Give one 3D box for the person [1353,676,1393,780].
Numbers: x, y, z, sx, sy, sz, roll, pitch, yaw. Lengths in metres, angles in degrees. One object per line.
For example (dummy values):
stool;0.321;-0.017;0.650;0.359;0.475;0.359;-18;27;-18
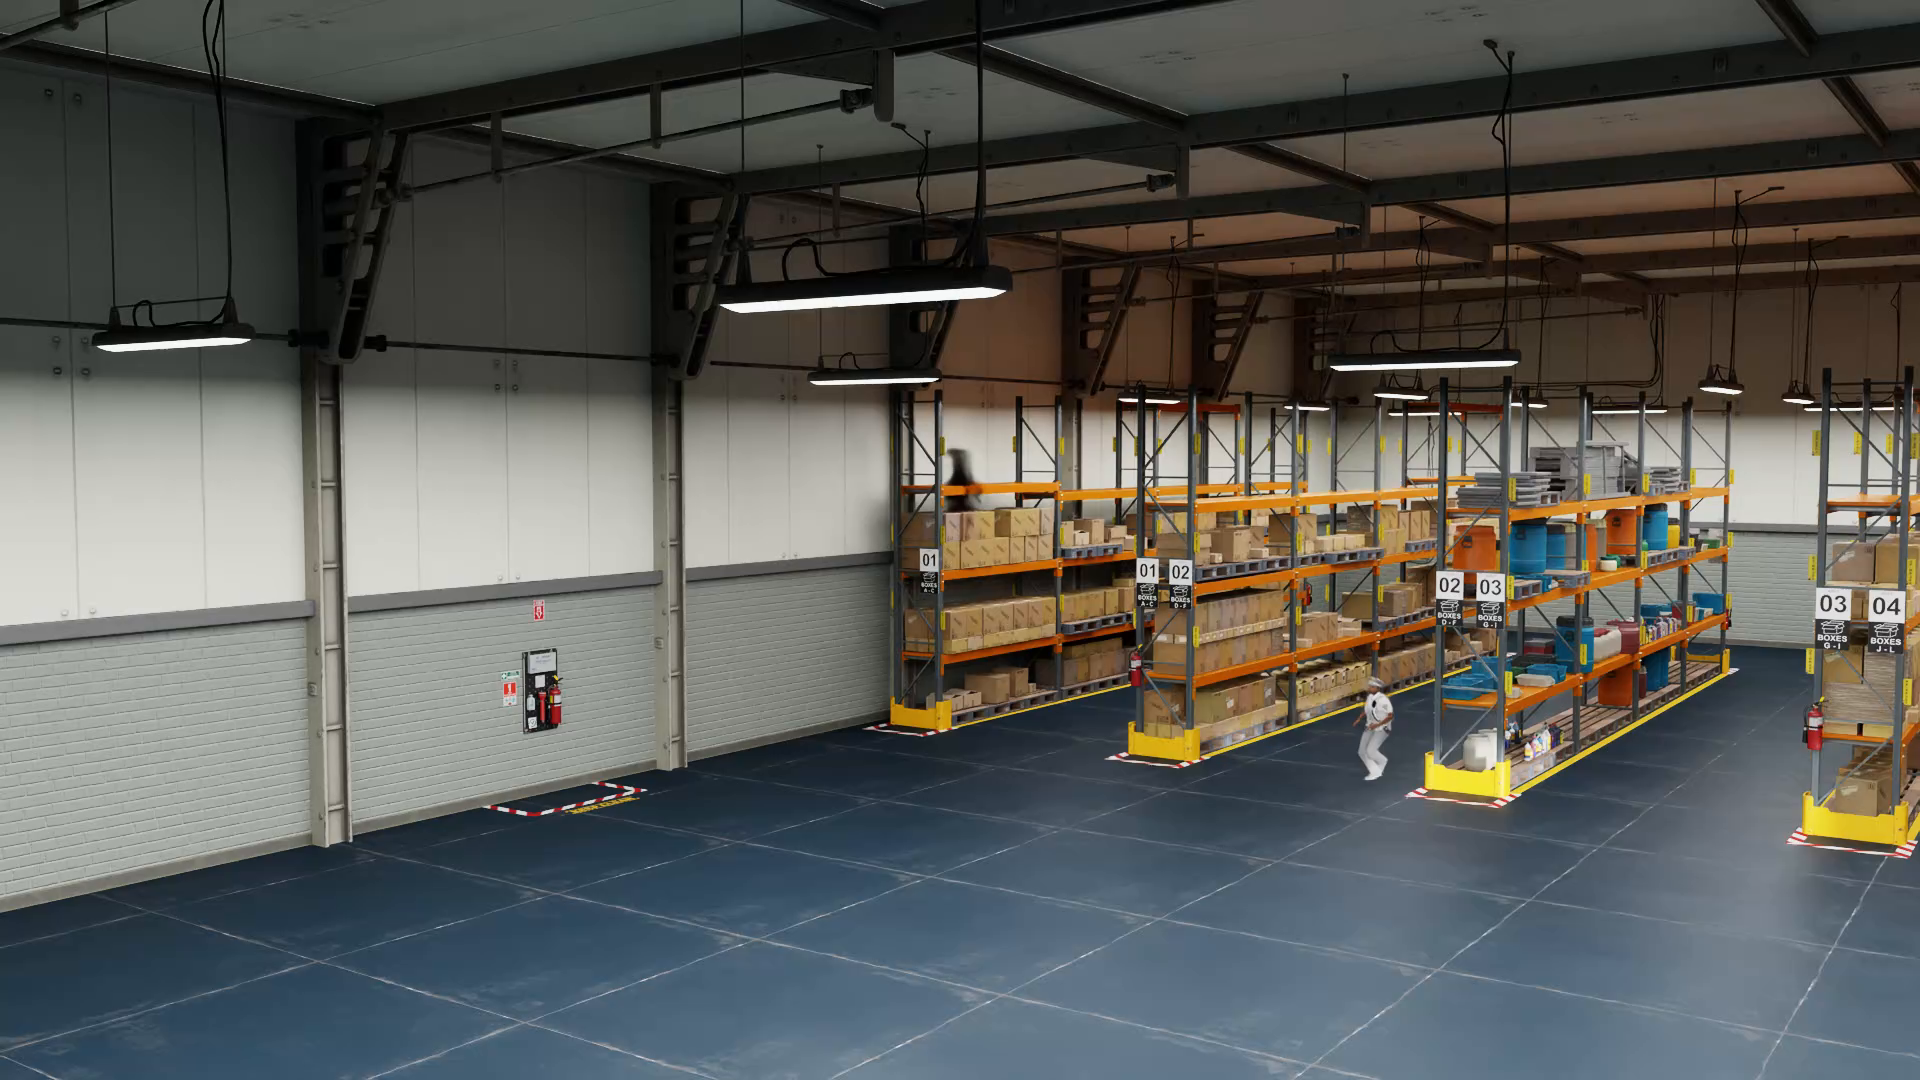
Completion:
person;6.228;2.826;24.884;0.514;1.605;0.653;-2;4;-33
